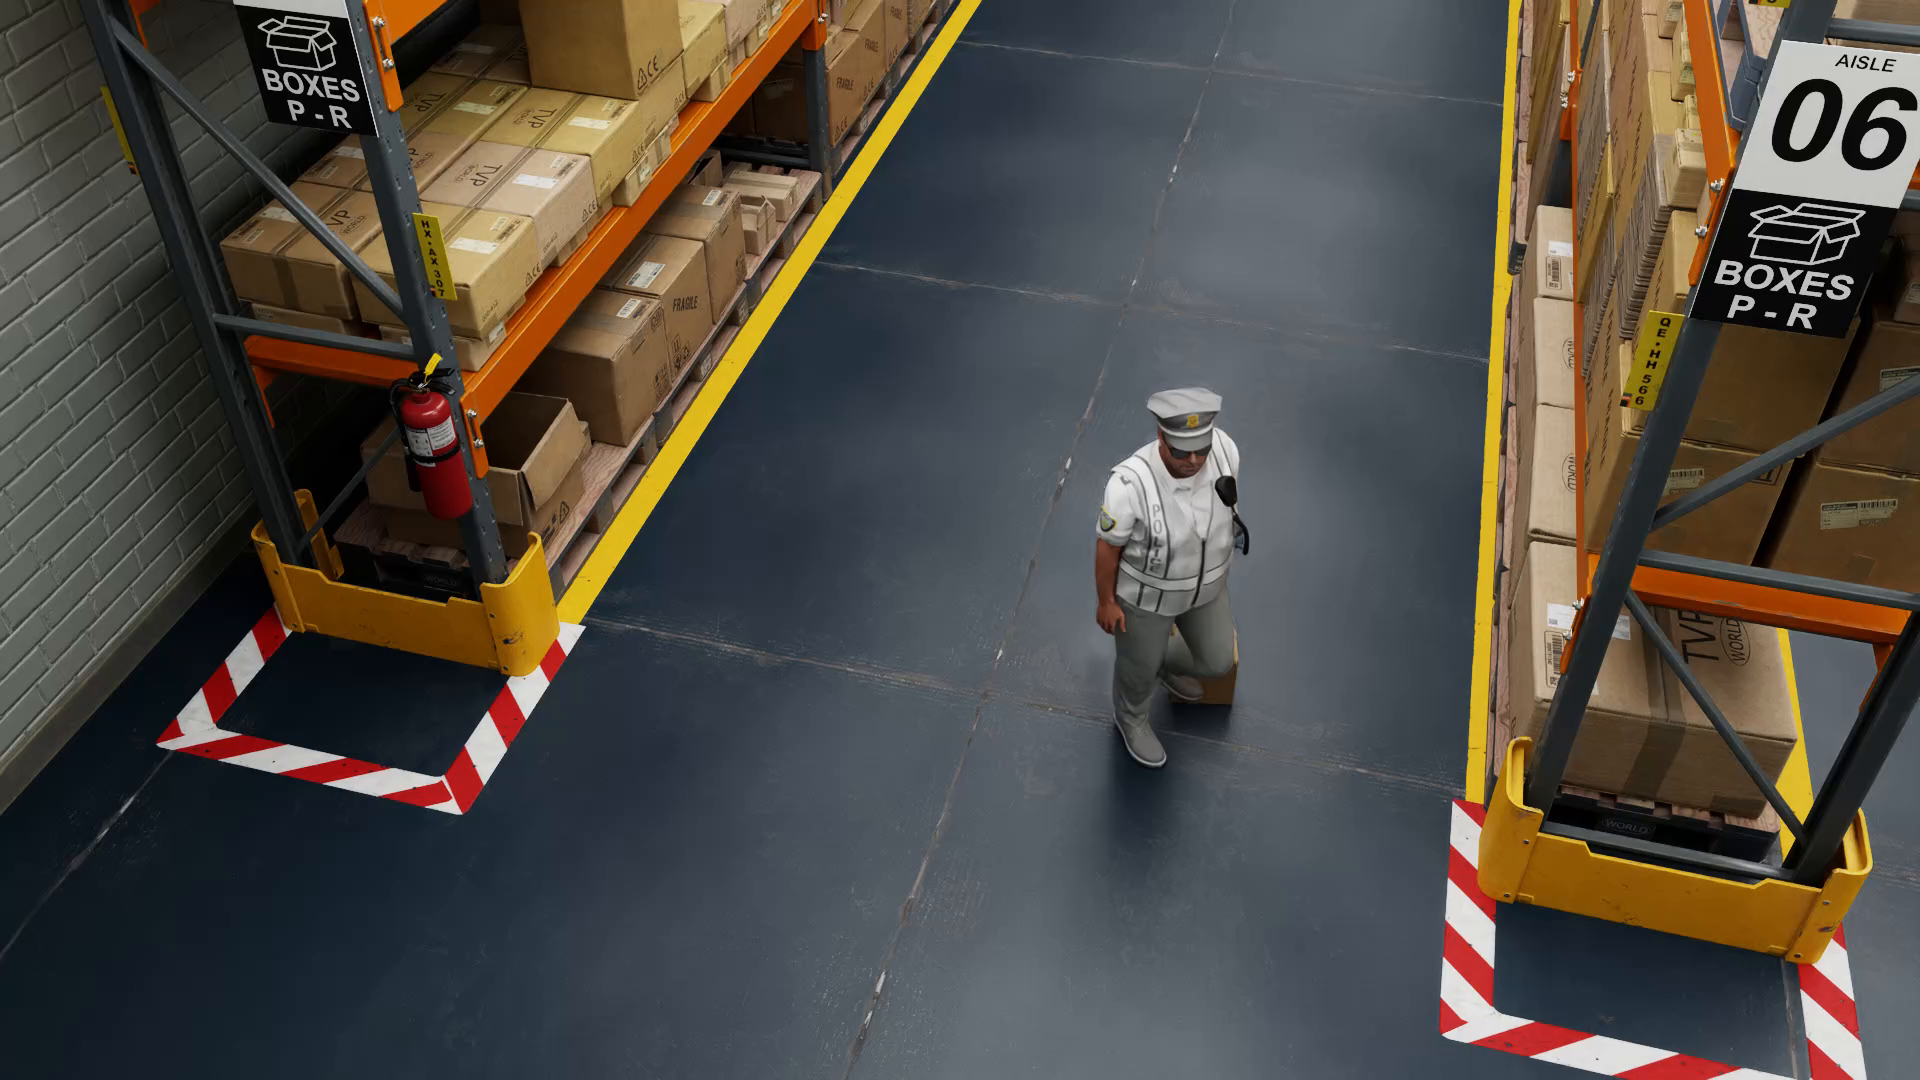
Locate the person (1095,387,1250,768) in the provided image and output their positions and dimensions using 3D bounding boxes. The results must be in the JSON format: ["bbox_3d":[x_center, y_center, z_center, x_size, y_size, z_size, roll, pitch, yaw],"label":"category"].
[{"bbox_3d":[0.727,0.108,6.006,0.595,1.751,0.518,-17,44,-18],"label":"person"}]
